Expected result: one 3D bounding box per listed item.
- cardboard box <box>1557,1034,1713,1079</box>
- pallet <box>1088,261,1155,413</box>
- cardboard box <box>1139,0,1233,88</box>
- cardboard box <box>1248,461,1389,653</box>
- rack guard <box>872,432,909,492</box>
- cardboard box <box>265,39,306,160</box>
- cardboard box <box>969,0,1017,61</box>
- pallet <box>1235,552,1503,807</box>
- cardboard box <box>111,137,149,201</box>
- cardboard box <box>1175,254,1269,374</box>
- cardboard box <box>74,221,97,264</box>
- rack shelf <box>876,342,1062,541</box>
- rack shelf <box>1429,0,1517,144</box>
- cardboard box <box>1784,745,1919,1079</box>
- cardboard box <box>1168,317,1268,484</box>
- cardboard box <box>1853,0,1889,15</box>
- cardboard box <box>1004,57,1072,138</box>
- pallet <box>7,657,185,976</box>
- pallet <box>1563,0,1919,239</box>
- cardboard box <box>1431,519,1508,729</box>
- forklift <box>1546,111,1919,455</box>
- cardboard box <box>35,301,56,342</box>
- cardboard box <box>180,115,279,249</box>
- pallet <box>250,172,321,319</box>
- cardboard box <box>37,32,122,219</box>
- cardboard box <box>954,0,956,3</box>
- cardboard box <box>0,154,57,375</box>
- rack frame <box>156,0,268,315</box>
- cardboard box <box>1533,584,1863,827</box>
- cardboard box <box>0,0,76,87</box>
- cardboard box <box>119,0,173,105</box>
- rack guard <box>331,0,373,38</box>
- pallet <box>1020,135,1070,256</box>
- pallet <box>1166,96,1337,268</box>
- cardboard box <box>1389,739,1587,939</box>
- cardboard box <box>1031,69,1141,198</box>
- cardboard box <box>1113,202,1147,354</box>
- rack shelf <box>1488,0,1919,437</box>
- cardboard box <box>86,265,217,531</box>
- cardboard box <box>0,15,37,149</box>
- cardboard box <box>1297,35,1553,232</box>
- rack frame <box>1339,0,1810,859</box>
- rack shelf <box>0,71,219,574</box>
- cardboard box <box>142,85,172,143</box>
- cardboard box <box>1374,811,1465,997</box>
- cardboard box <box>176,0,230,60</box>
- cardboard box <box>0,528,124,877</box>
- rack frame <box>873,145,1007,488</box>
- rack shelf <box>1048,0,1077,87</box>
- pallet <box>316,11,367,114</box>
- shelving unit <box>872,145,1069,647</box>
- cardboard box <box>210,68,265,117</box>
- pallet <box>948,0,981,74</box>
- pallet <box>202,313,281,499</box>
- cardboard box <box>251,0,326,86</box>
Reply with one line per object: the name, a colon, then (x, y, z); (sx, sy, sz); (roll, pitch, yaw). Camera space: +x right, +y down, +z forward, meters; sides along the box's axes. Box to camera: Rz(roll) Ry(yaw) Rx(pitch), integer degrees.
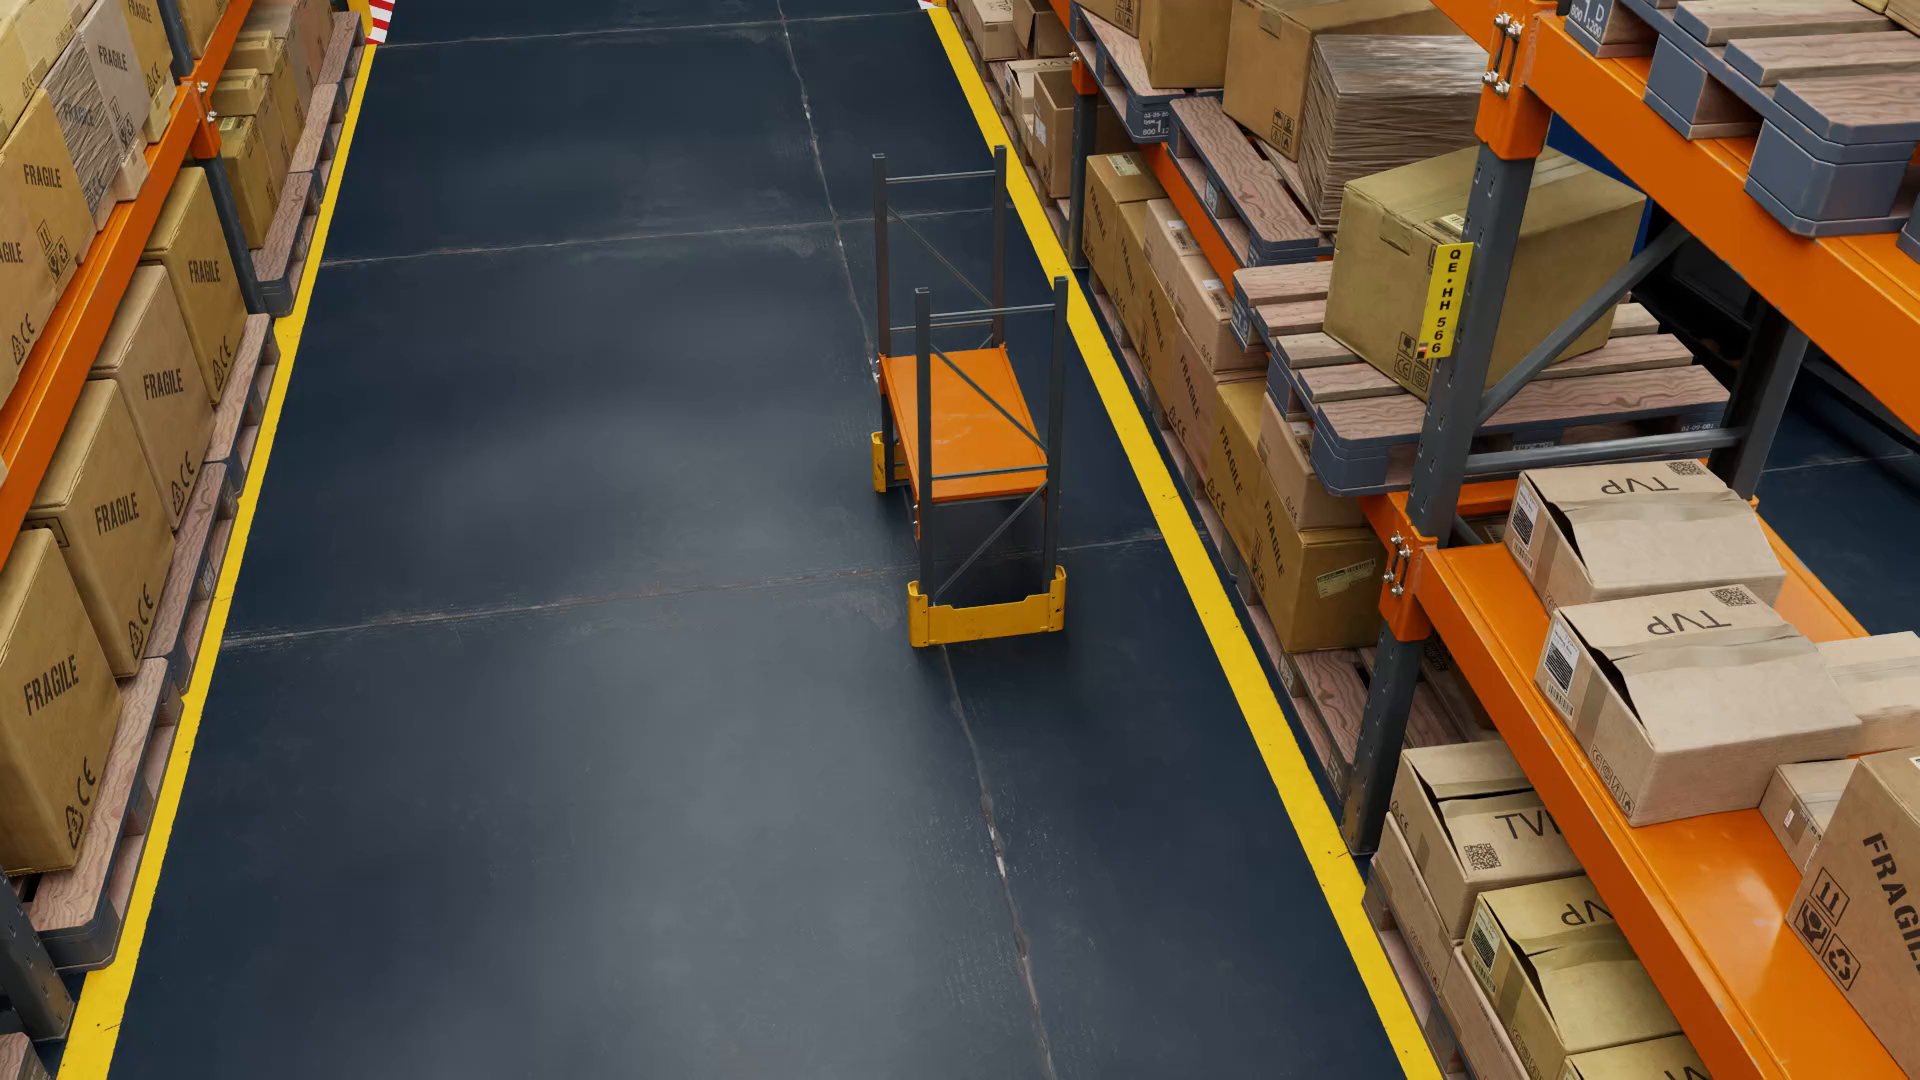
cardboard box: (1.749, 1.432, 3.903); (0.500, 0.311, 0.500); (-7, 38, -9)
pallet: (1.237, -1.066, 7.951); (1.003, 0.211, 1.213); (-6, 38, -8)
cardboard box: (1.103, -2.141, 6.638); (0.700, 0.500, 0.500); (-1, 38, -1)
cardboard box: (1.363, 0.035, 5.939); (0.500, 0.500, 0.500); (-5, 38, -6)
rack guard: (-0.074, -0.353, 7.001); (0.587, 0.250, 0.087); (-6, 38, -8)
cardboard box: (-4.022, -2.375, 9.058); (0.700, 0.500, 0.500); (-5, 38, -7)
cardboard box: (0.347, -3.196, 10.301); (0.500, 0.250, 0.500); (-6, 38, -8)
pallet: (1.665, 0.407, 6.054); (1.003, 0.211, 1.213); (-6, 38, -8)
cardboard box: (-3.309, -1.390, 6.283); (0.380, 0.149, 0.250); (-6, 38, -8)
cardboard box: (1.166, -0.912, 6.547); (0.500, 0.250, 0.500); (-7, 38, -9)
cardboard box: (-3.302, -1.083, 5.887); (0.380, 0.149, 0.250); (-7, 38, -9)
rack shelf: (0.015, -0.399, 6.334); (0.538, 0.185, 1.000); (-6, 38, -8)
rack shelf: (1.408, -2.347, 5.468); (1.077, 0.370, 4.000); (-6, 38, -8)
cardboard box: (2.068, 0.733, 3.279); (0.500, 0.500, 0.500); (-8, 39, -10)
cardboard box: (1.175, -0.594, 6.748); (0.500, 0.500, 0.500); (-8, 38, -10)
cardboard box: (1.893, -1.262, 3.264); (0.500, 0.250, 0.500); (-9, 39, -11)
cardboard box: (0.546, -2.533, 9.399); (0.500, 0.311, 0.500); (-6, 38, -8)
pallet: (-3.182, 0.913, 5.403); (1.003, 0.211, 1.213); (-6, 38, -8)
pallet: (1.965, -0.948, 3.235); (1.213, 0.211, 1.003); (-5, 38, -6)
cardboard box: (1.960, 0.269, 5.638); (0.500, 0.500, 0.500); (-5, 38, -6)
forklift: (3.888, -2.112, 7.079); (1.130, 2.935, 3.031); (-13, 40, -17)
cardboard box: (-3.227, -0.761, 5.474); (0.380, 0.149, 0.250); (-6, 38, -8)
cardboard box: (-3.849, -1.761, 8.267); (0.700, 0.500, 0.500); (-6, 38, -7)
pallet: (-3.876, -1.486, 8.491); (1.003, 0.211, 1.213); (-6, 38, -8)
cardboard box: (-3.311, -1.421, 5.794); (0.500, 0.500, 0.500); (-6, 38, -8)
cardboard box: (0.135, -3.685, 10.999); (0.380, 0.166, 0.250); (-6, 38, -8)
cardboard box: (-3.120, -0.807, 5.003); (0.500, 0.500, 0.500); (-6, 38, -8)
rack frame: (-3.819, -2.120, 7.033); (1.000, 3.000, 0.127); (-6, 38, -8)
cardboard box: (1.724, 0.357, 3.918); (0.500, 0.311, 0.500); (-7, 38, -8)
cardboard box: (-3.316, -1.708, 5.552); (0.500, 0.250, 0.500); (-6, 38, -7)
cardboard box: (-3.490, -2.033, 6.581); (0.500, 0.500, 0.500); (-7, 38, -9)
rack guard: (-4.525, -3.563, 10.929); (1.175, 0.500, 0.348); (-6, 38, -8)
pallet: (0.938, -1.968, 9.112); (1.003, 0.211, 1.213); (-6, 38, -8)
pallet: (1.413, -1.337, 6.183); (1.003, 0.211, 1.213); (-6, 38, -8)
cardboard box: (1.561, 0.808, 4.707); (0.500, 0.311, 0.500); (-5, 38, -6)
cardboard box: (0.678, -2.155, 8.758); (0.500, 0.500, 0.500); (-6, 38, -8)
cardboard box: (1.006, -1.202, 7.531); (0.500, 0.500, 0.500); (-6, 38, -7)
rack shelf: (2.109, 0.069, 2.358); (1.077, 0.370, 4.000); (-6, 38, -8)
cardboard box: (-3.419, -0.521, 6.386); (0.750, 0.750, 0.750); (-5, 38, -7)
cardboard box: (-3.226, -1.400, 5.156); (0.500, 0.250, 0.500); (-7, 38, -9)
cardboard box: (1.565, -1.385, 5.664); (0.700, 0.500, 0.500); (0, 38, 1)
rack frame: (1.758, -0.239, 4.612); (1.000, 3.000, 0.127); (-6, 38, -8)
rack shelf: (-3.469, -0.628, 5.699); (1.077, 0.370, 4.000); (-6, 38, -8)
cardboard box: (-3.414, -1.705, 6.688); (0.380, 0.149, 0.250); (-6, 38, -7)
cardboard box: (1.561, 1.029, 4.879); (0.500, 0.250, 0.500); (-6, 38, -8)
cardboard box: (-3.898, -2.568, 7.365); (0.980, 0.700, 0.700); (-6, 38, -7)
cardboard box: (-3.118, 0.521, 5.044); (0.750, 0.750, 0.750); (-7, 38, -9)
rack frame: (-0.074, -0.848, 6.619); (0.500, 1.500, 0.032); (-6, 38, -8)
rack shelf: (0.706, -3.579, 9.498); (1.077, 0.370, 4.000); (-6, 38, -8)
pallet: (-4.303, -2.960, 10.388); (1.003, 0.211, 1.213); (-6, 38, -8)
shelving unit: (0.013, -0.546, 6.231); (0.587, 1.500, 1.083); (-6, 38, -8)
cardboard box: (-3.730, -2.244, 8.360); (0.380, 0.149, 0.250); (-5, 38, -6)
pallet: (0.510, -3.442, 11.009); (1.003, 0.211, 1.213); (-6, 38, -8)
pallet: (-3.610, -0.561, 7.300); (1.003, 0.211, 1.213); (-6, 38, -8)
cardboard box: (-4.212, -3.000, 9.862); (0.700, 0.500, 0.500); (-6, 38, -8)
